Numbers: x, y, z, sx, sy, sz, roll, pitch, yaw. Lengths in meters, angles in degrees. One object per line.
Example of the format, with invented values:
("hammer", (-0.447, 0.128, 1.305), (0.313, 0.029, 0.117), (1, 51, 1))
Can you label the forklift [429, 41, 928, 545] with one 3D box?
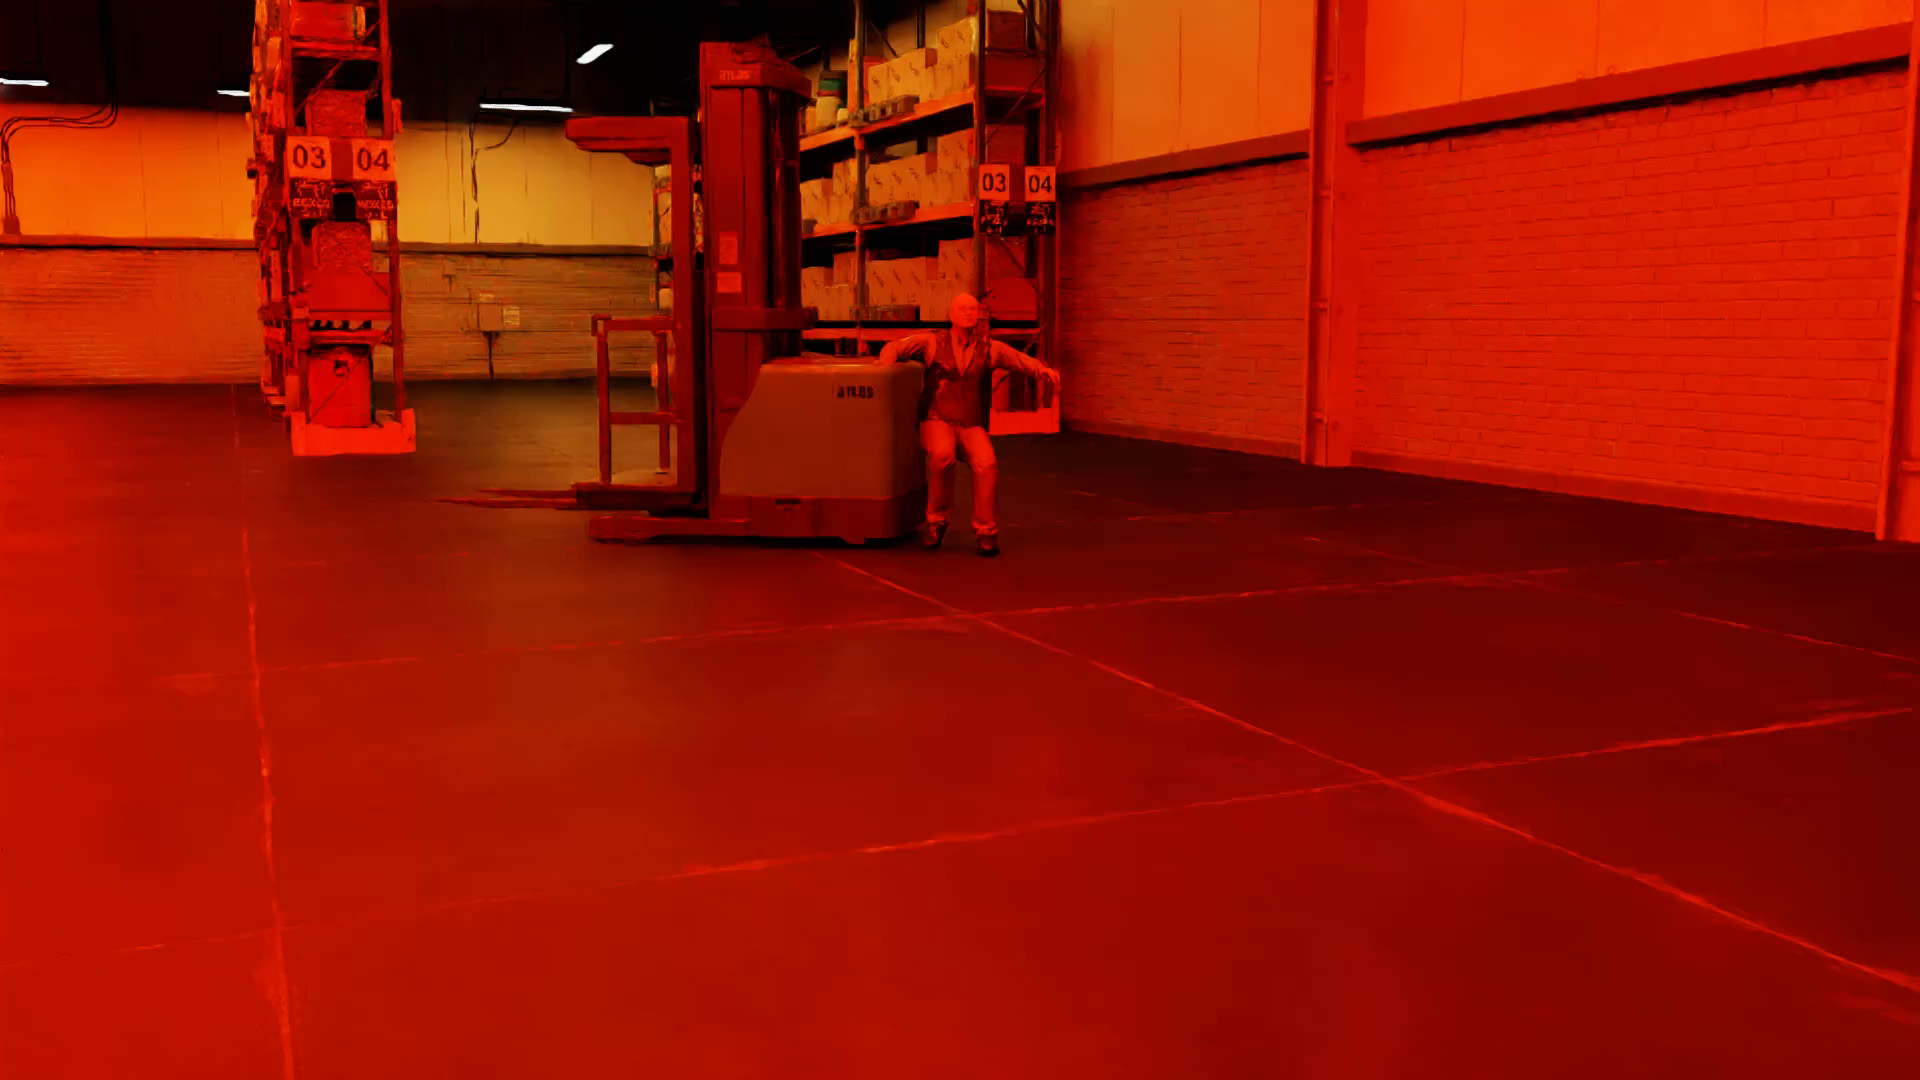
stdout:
("forklift", (-1.770, -1.493, 10.263), (3.031, 2.935, 1.130), (1, 8, 10))

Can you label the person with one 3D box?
("person", (0.011, -0.687, 9.682), (1.057, 1.495, 0.865), (-2, 8, -15))
